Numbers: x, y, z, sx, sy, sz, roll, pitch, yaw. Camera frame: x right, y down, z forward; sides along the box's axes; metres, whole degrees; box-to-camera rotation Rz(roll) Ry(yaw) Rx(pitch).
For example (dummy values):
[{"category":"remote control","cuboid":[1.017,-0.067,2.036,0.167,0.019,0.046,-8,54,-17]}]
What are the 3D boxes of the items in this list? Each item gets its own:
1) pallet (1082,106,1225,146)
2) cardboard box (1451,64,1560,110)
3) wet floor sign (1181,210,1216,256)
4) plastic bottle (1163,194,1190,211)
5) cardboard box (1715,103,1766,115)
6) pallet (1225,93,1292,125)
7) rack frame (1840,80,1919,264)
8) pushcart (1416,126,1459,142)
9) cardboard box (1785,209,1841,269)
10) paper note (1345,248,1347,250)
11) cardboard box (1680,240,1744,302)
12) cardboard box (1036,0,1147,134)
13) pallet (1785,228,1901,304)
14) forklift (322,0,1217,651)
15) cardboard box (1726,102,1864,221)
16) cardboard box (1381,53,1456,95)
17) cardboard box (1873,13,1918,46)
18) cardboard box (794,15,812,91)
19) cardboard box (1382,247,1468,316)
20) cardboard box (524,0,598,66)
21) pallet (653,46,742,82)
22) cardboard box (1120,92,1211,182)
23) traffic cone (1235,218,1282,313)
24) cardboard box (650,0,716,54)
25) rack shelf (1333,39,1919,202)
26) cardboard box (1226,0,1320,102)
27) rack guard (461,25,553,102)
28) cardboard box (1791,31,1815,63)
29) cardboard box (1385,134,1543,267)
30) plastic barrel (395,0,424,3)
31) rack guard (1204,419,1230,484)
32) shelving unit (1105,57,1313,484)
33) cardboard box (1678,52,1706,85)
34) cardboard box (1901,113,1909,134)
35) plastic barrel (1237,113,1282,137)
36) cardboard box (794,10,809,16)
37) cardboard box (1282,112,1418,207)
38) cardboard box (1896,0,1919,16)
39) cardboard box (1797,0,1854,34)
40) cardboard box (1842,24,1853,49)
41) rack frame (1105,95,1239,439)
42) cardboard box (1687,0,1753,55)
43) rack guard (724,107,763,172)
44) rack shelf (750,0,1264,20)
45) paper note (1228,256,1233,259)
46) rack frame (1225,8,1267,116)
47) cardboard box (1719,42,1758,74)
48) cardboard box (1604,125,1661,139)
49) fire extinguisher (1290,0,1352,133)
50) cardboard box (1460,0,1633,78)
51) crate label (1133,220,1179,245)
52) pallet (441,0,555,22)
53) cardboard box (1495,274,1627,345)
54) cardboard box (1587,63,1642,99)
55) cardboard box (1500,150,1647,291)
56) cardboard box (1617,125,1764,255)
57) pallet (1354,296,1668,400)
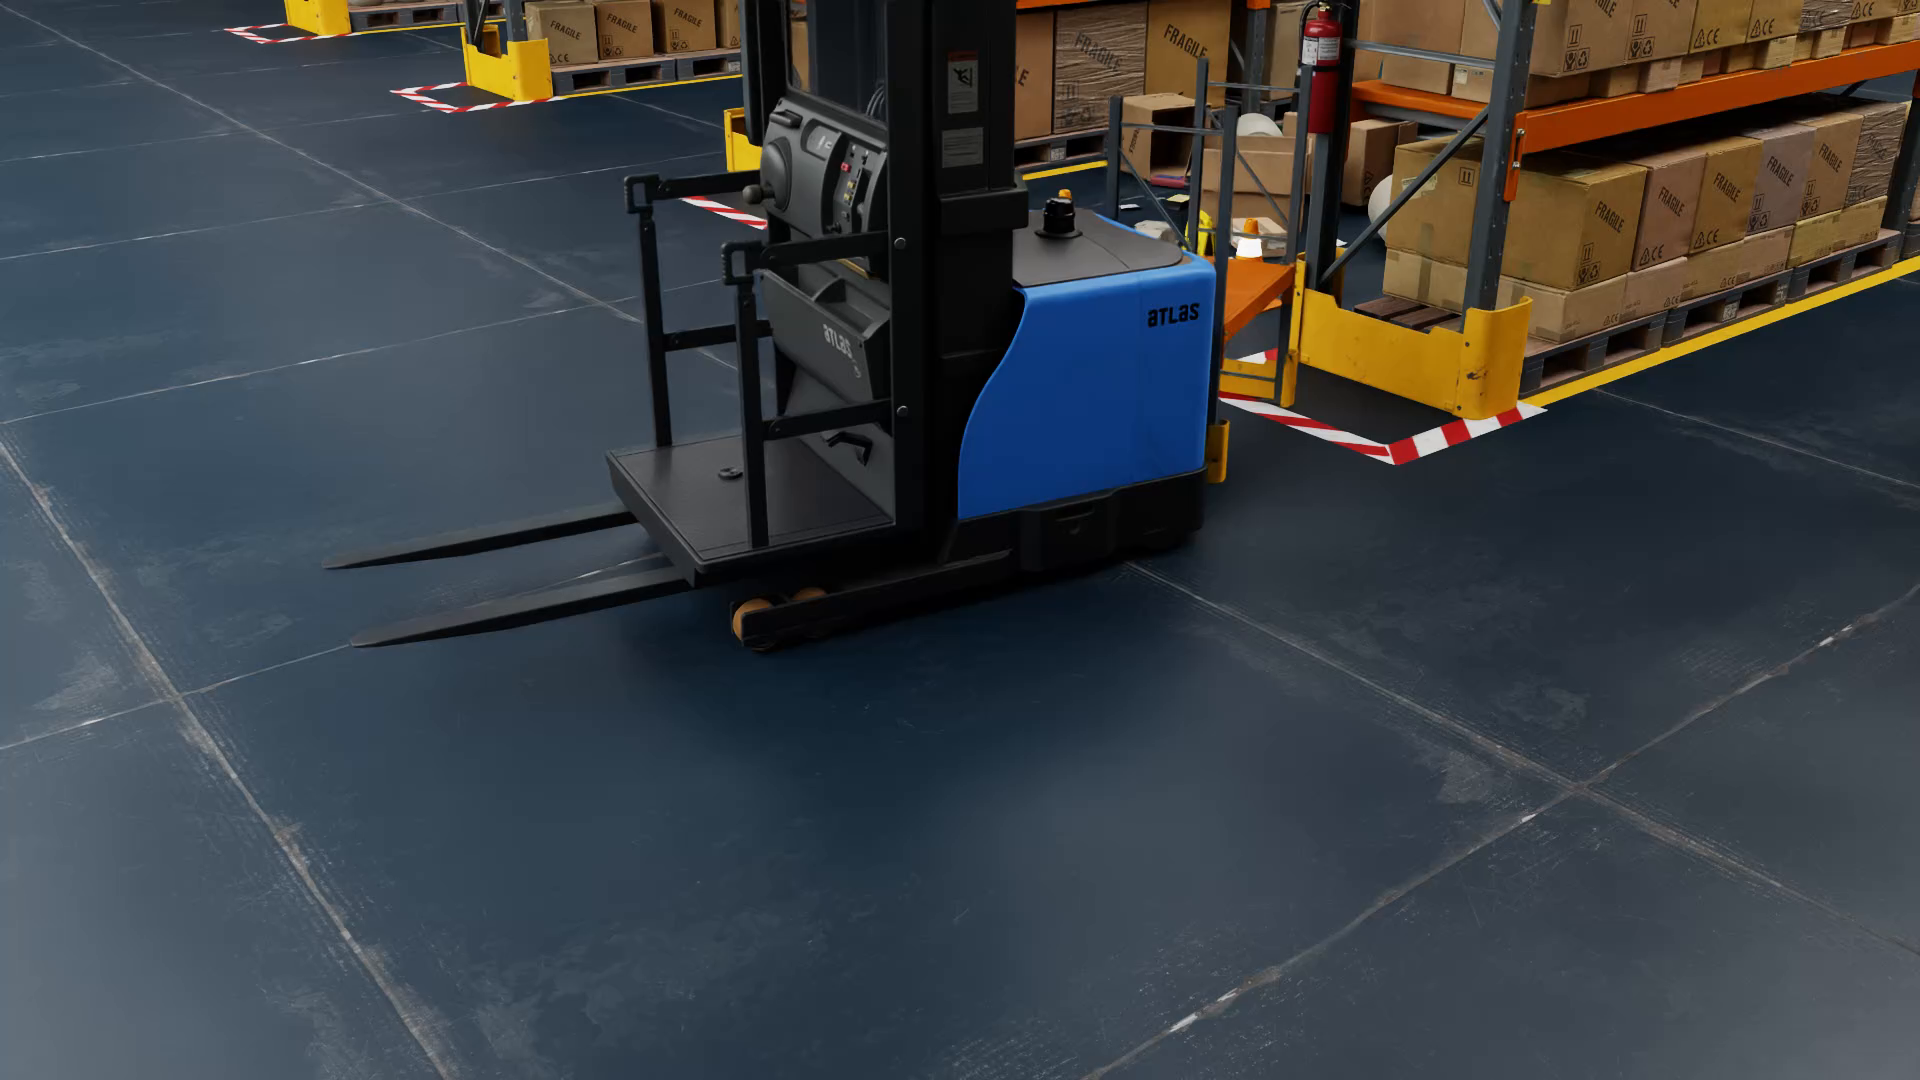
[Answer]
[{"category":"pallet","cuboid":[1.370,-3.316,13.145,1.213,0.211,1.003,-18,31,-34]},{"category":"cardboard box","cuboid":[2.398,-2.006,7.307,0.250,0.149,0.380,-18,30,-34]},{"category":"wet floor sign","cuboid":[1.193,-1.337,8.365,0.232,0.644,0.267,-8,26,-16]},{"category":"plastic bottle","cuboid":[1.461,-2.241,11.005,0.133,0.061,0.283,15,29,29]},{"category":"cardboard box","cuboid":[4.106,-2.216,9.338,0.500,0.500,0.500,-17,30,-32]},{"category":"pallet","cuboid":[2.578,-3.713,14.000,1.213,0.211,1.003,-18,31,-34]},{"category":"rack frame","cuboid":[5.151,-3.139,9.451,0.127,3.000,1.000,-18,31,-34]},{"category":"pushcart","cuboid":[3.705,-2.692,11.602,1.648,0.377,0.936,15,29,29]},{"category":"cardboard box","cuboid":[4.439,-1.698,9.113,0.500,0.250,0.500,-19,31,-35]},{"category":"paper note","cuboid":[2.304,-1.742,9.992,0.123,0.001,0.032,-18,31,-34]},{"category":"cardboard box","cuboid":[3.636,-1.437,8.551,0.500,0.250,0.500,-16,29,-31]},{"category":"cardboard box","cuboid":[0.772,-3.604,12.477,0.875,0.875,0.875,-18,30,-34]},{"category":"pallet","cuboid":[4.644,-1.688,9.637,1.213,0.211,1.003,-18,31,-34]},{"category":"forklift","cuboid":[-0.637,-1.220,5.397,3.031,2.935,1.130,-12,28,-24]},{"category":"cardboard box","cuboid":[4.452,-2.047,8.975,0.500,0.500,0.500,-18,30,-33]},{"category":"cardboard box","cuboid":[2.165,-2.154,7.627,0.250,0.149,0.380,-17,30,-32]},{"category":"cardboard box","cuboid":[4.894,-2.774,8.962,0.250,0.149,0.380,-17,30,-33]},{"category":"cardboard box","cuboid":[-0.638,-3.139,11.474,0.875,0.875,0.875,-18,30,-34]},{"category":"cardboard box","cuboid":[2.492,-1.349,8.361,0.500,0.250,0.500,-18,31,-34]},{"category":"cardboard box","cuboid":[-3.610,-4.596,15.061,0.500,0.500,0.500,-12,28,-25]},{"category":"pallet","cuboid":[-2.432,-4.652,16.024,1.213,0.211,1.003,-18,31,-34]},{"category":"cardboard box","cuboid":[1.428,-2.877,11.852,0.500,0.500,0.500,-13,28,-25]},{"category":"traffic cone","cuboid":[1.546,-1.489,8.908,0.334,0.463,0.336,-18,31,-34]},{"category":"cardboard box","cuboid":[-2.657,-4.919,15.757,0.500,0.500,0.500,-15,29,-29]},{"category":"rack shelf","cuboid":[3.577,-2.293,8.483,4.000,0.370,1.077,-18,31,-34]},{"category":"cardboard box","cuboid":[2.450,-4.114,13.725,0.750,0.750,1.050,-18,31,-34]},{"category":"rack guard","cuboid":[-4.052,-4.269,14.855,0.348,0.500,1.175,-18,31,-34]},{"category":"cardboard box","cuboid":[4.069,-2.519,8.414,0.250,0.149,0.380,-19,31,-35]},{"category":"cardboard box","cuboid":[2.473,-1.678,8.179,0.500,0.500,0.500,-18,30,-34]},{"category":"plastic barrel","cuboid":[-6.303,-6.412,18.960,0.421,0.512,0.421,0,25,0]},{"category":"rack guard","cuboid":[0.809,-0.407,6.831,0.587,0.250,0.087,12,27,24]},{"category":"shelving unit","cuboid":[1.030,-1.162,6.972,0.587,1.500,1.083,12,27,24]},{"category":"cardboard box","cuboid":[3.258,-2.247,7.827,0.250,0.149,0.380,-17,30,-33]},{"category":"cardboard box","cuboid":[6.126,-2.463,10.616,0.625,0.372,0.950,-16,29,-31]},{"category":"plastic barrel","cuboid":[2.071,-2.781,11.740,0.421,0.421,0.512,1,25,2]},{"category":"cardboard box","cuboid":[-1.750,-5.237,16.441,0.500,0.500,0.500,-9,26,-18]},{"category":"cardboard box","cuboid":[2.554,-2.570,11.029,0.503,0.637,0.797,-18,31,-34]},{"category":"cardboard box","cuboid":[4.955,-3.122,8.941,0.500,0.500,0.500,-19,31,-35]},{"category":"cardboard box","cuboid":[4.148,-2.849,8.354,0.500,0.500,0.500,-17,30,-33]},{"category":"cardboard box","cuboid":[4.436,-2.672,8.742,0.250,0.149,0.380,-19,31,-35]},{"category":"rack frame","cuboid":[0.801,-0.967,6.552,0.500,1.500,0.032,12,27,24]},{"category":"cardboard box","cuboid":[3.353,-2.580,7.774,0.500,0.500,0.500,-19,31,-35]},{"category":"rack guard","cuboid":[-1.150,-2.574,11.202,0.348,0.500,1.175,-18,31,-34]},{"category":"rack shelf","cuboid":[0.443,-3.907,11.960,4.000,0.370,1.077,-18,31,-34]},{"category":"paper note","cuboid":[1.519,-1.658,9.787,0.148,0.019,0.142,15,29,29]},{"category":"rack frame","cuboid":[2.017,-4.753,12.928,0.127,3.000,1.000,-18,31,-34]},{"category":"cardboard box","cuboid":[3.654,-2.395,8.145,0.250,0.149,0.380,-19,31,-35]},{"category":"cardboard box","cuboid":[3.283,-1.944,8.751,0.500,0.500,0.500,-19,31,-35]},{"category":"fire extinguisher","cuboid":[1.629,-2.188,7.493,0.183,0.674,0.296,-18,31,-34]},{"category":"cardboard box","cuboid":[2.547,-2.312,7.196,0.500,0.500,0.500,-19,31,-35]},{"category":"crate label","cuboid":[1.173,-1.845,10.063,0.250,0.136,0.298,10,27,20]},{"category":"pallet","cuboid":[-5.535,-6.319,19.614,1.213,0.211,1.003,-18,31,-34]},{"category":"cardboard box","cuboid":[2.809,-1.161,7.957,0.500,0.250,0.500,-19,31,-34]},{"category":"cardboard box","cuboid":[2.847,-2.118,7.549,0.250,0.149,0.380,-19,31,-36]},{"category":"cardboard box","cuboid":[2.827,-1.508,7.813,0.500,0.500,0.500,-19,31,-36]},{"category":"cardboard box","cuboid":[3.635,-1.773,8.383,0.500,0.500,0.500,-18,30,-33]},{"category":"pallet","cuboid":[2.724,-1.054,8.271,1.213,0.211,1.003,-18,31,-34]}]
